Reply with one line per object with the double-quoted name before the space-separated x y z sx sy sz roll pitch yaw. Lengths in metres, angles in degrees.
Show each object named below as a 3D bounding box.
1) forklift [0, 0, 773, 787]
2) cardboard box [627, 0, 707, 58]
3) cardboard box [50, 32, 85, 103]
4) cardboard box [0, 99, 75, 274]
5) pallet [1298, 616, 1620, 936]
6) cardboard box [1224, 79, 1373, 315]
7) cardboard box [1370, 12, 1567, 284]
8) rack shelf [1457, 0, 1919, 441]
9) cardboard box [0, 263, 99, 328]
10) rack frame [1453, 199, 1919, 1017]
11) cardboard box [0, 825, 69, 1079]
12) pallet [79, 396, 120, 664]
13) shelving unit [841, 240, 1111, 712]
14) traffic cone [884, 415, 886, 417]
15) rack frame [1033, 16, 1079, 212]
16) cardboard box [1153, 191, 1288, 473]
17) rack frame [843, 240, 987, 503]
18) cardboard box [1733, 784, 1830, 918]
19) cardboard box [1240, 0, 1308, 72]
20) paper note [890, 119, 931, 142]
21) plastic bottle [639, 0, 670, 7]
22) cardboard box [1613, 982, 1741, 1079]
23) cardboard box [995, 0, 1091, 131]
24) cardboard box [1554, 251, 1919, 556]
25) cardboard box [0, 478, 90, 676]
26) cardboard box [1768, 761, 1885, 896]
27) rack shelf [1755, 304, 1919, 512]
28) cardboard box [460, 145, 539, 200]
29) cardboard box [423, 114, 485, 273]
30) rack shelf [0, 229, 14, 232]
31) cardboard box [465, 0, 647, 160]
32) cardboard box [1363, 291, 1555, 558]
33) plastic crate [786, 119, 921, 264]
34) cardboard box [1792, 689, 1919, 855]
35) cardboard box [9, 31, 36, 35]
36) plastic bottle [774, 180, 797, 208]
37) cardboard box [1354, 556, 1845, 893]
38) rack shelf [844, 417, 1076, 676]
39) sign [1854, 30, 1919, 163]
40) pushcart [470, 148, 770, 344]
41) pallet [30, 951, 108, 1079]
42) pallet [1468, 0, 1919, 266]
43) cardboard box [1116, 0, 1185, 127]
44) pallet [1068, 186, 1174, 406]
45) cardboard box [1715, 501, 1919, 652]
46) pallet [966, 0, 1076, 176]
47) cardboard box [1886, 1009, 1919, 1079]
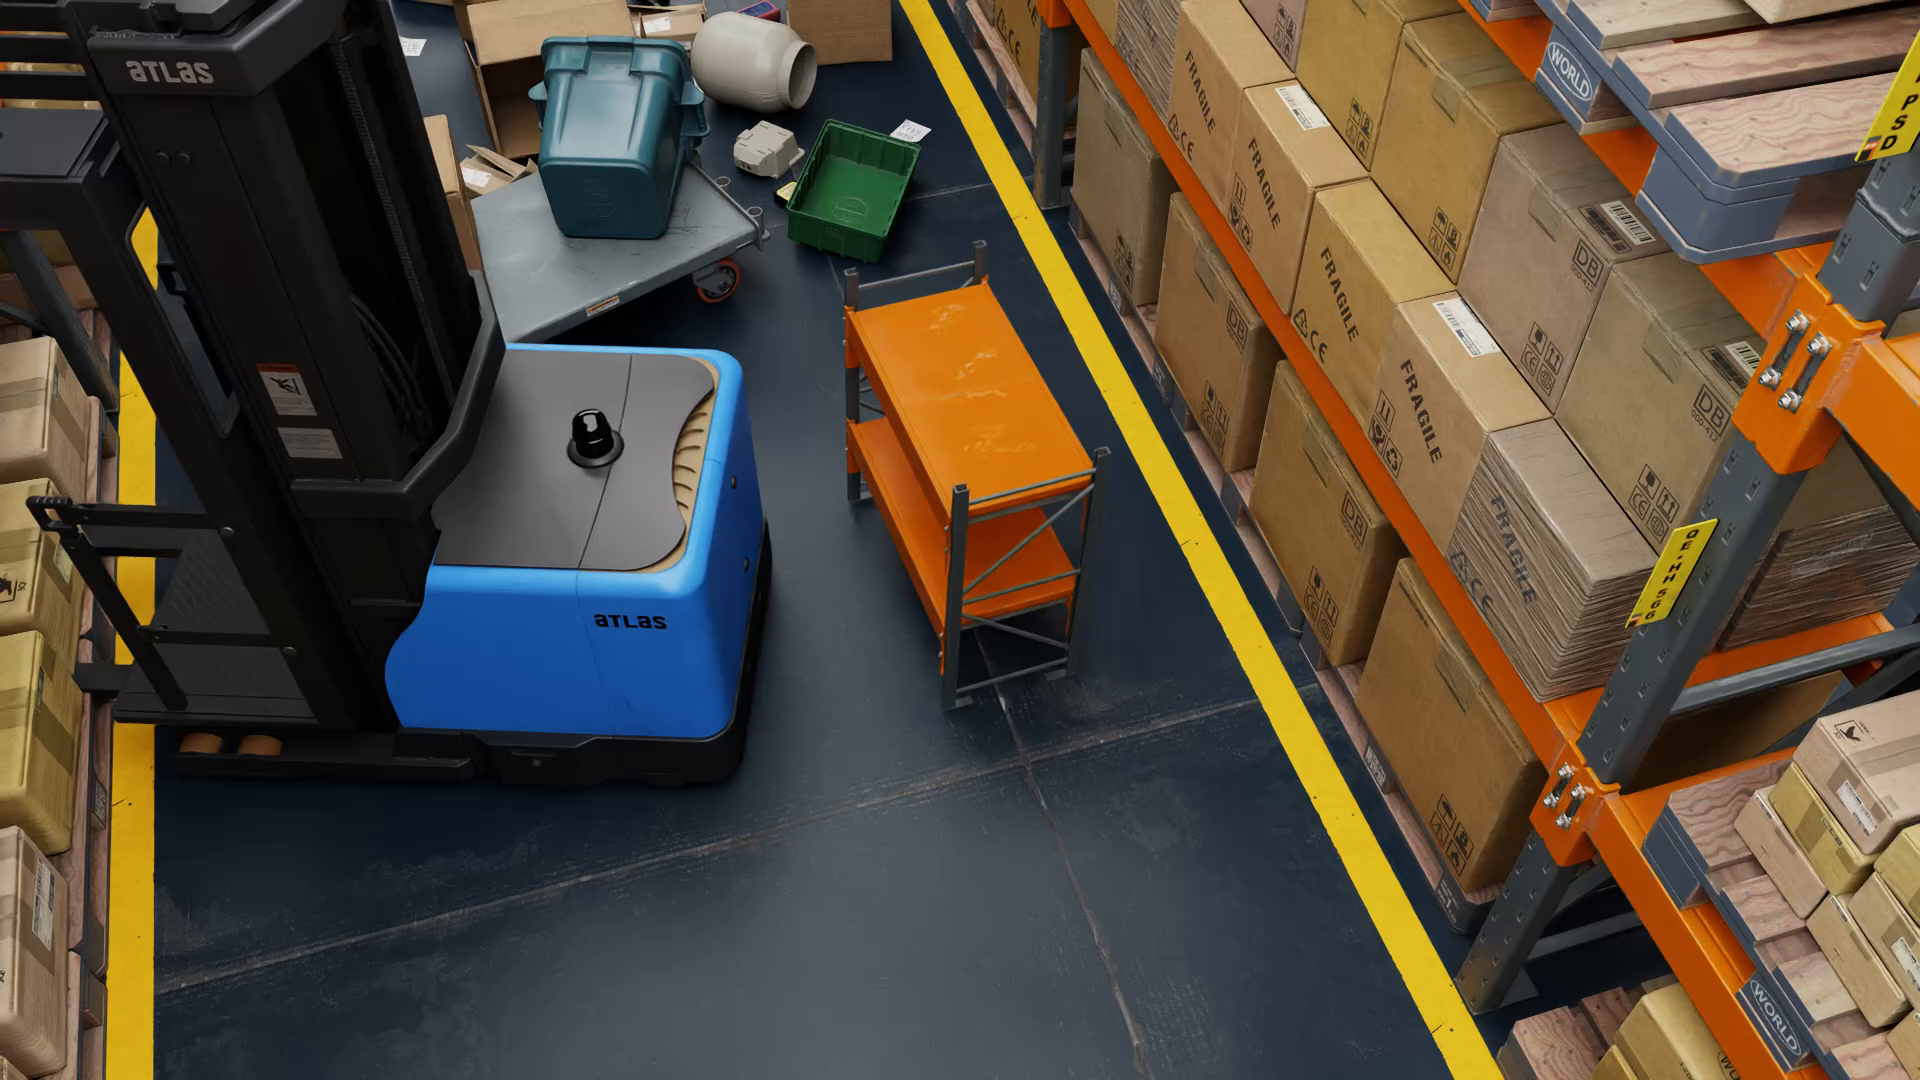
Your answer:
"forklift" -2.219 -0.549 4.796 3.031 2.935 1.130 2 50 2
"cardboard box" -1.440 -2.560 8.235 0.396 0.266 0.258 -6 50 -5
"cardboard box" -4.109 -2.159 7.142 0.500 0.500 0.500 -11 51 -9
"cardboard box" -3.788 -1.392 6.495 0.500 0.500 0.500 -11 51 -9
"pallet" 1.849 0.625 5.585 1.003 0.211 1.213 -13 51 -11
"cardboard box" 1.171 -1.084 5.137 0.500 0.500 0.500 -13 51 -10
"cardboard box" 1.583 -1.109 4.503 0.700 0.500 0.500 -14 51 -12
"rack shelf" 1.419 -1.877 4.379 1.077 0.370 4.000 -13 51 -11
"cardboard box" -3.788 -1.150 6.782 0.500 0.250 0.500 -15 52 -13
"rack frame" 2.011 0.319 4.019 1.000 3.000 0.127 -13 51 -11
"cardboard box" -3.072 1.272 4.660 0.950 0.372 0.625 -14 51 -12
"pallet" -3.639 0.058 6.063 1.003 0.211 1.213 -13 51 -11
"shelving unit" 0.013 -0.211 5.671 0.538 1.125 1.048 -15 52 -15
"traffic cone" -0.218 -0.464 6.338 0.336 0.463 0.334 -13 51 -11
"rack frame" 0.828 -2.602 6.482 1.000 3.000 0.127 -13 51 -11
"cardboard box" 1.379 -0.874 6.222 1.050 0.750 0.750 -13 51 -11
"rack frame" -0.169 -0.577 5.974 0.500 1.125 0.032 -15 52 -15
"cardboard box" 1.950 0.637 3.641 0.380 0.149 0.250 -14 51 -11
"cardboard box" 1.283 -1.851 5.129 0.700 0.500 0.500 -13 51 -11
"paper note" -0.236 -1.932 7.858 0.142 0.020 0.147 26 55 20
"plastic bottle" -1.591 -2.816 8.584 0.133 0.061 0.283 -30 56 -23
"cardboard box" 1.983 1.306 4.057 0.500 0.250 0.500 -15 52 -13
"cardboard box" 0.708 -2.528 7.534 0.875 0.875 0.875 -13 51 -10
"cardboard box" 1.887 -0.366 3.877 0.700 0.500 0.500 -14 51 -11
"cardboard box" -3.498 0.209 5.556 0.950 0.372 0.625 -10 51 -9
"cardboard box" 1.962 0.567 3.505 0.380 0.149 0.250 -11 51 -9
"rack shelf" 2.602 1.045 1.916 1.077 0.370 4.000 -13 51 -11
"cardboard box" -2.062 -1.608 7.432 0.396 0.266 0.258 26 55 20
"cardboard box" -2.180 -1.272 6.500 0.500 0.500 0.500 -13 51 -11
"rack shelf" -3.280 0.283 4.520 1.077 0.370 4.000 -13 51 -11
"cardboard box" -1.832 -2.178 7.668 0.797 0.637 0.503 -13 51 -11
"cardboard box" 1.475 -0.346 4.514 0.500 0.500 0.500 -13 51 -11
"plastic crate" -0.475 -1.545 7.392 0.450 0.188 0.662 16 51 0
"cardboard box" 1.963 0.458 3.403 0.380 0.149 0.250 -13 51 -11
"cardboard box" -3.921 -2.081 6.651 0.380 0.149 0.250 -12 51 -10
"plastic bottle" -0.696 -1.516 7.488 0.283 0.061 0.133 35 58 26
"cardboard box" 1.916 0.444 5.111 1.050 0.750 0.750 -14 51 -11
"rack shelf" 0.003 -0.053 5.857 0.538 0.278 1.000 -15 52 -15
"sign" 1.478 -0.720 2.544 0.100 0.325 0.005 -13 51 -11
"pushcart" -1.708 -1.116 6.944 1.648 0.377 0.936 -30 56 -23
"pallet" -2.918 1.840 4.561 1.003 0.211 1.213 -13 51 -11
"pallet" 1.769 -1.045 3.331 1.213 0.211 1.003 -11 51 -9
"cardboard box" 0.876 -1.821 5.758 0.500 0.500 0.500 -13 51 -11
"pallet" 1.128 -1.157 7.087 1.003 0.211 1.213 -13 51 -11
"cardboard box" 2.136 -0.102 4.309 0.500 0.500 0.500 -13 51 -11
"pallet" 0.677 -2.277 8.031 1.003 0.211 1.213 -13 51 -11
"cardboard box" 2.109 1.030 3.309 0.380 0.149 0.250 -11 51 -9
